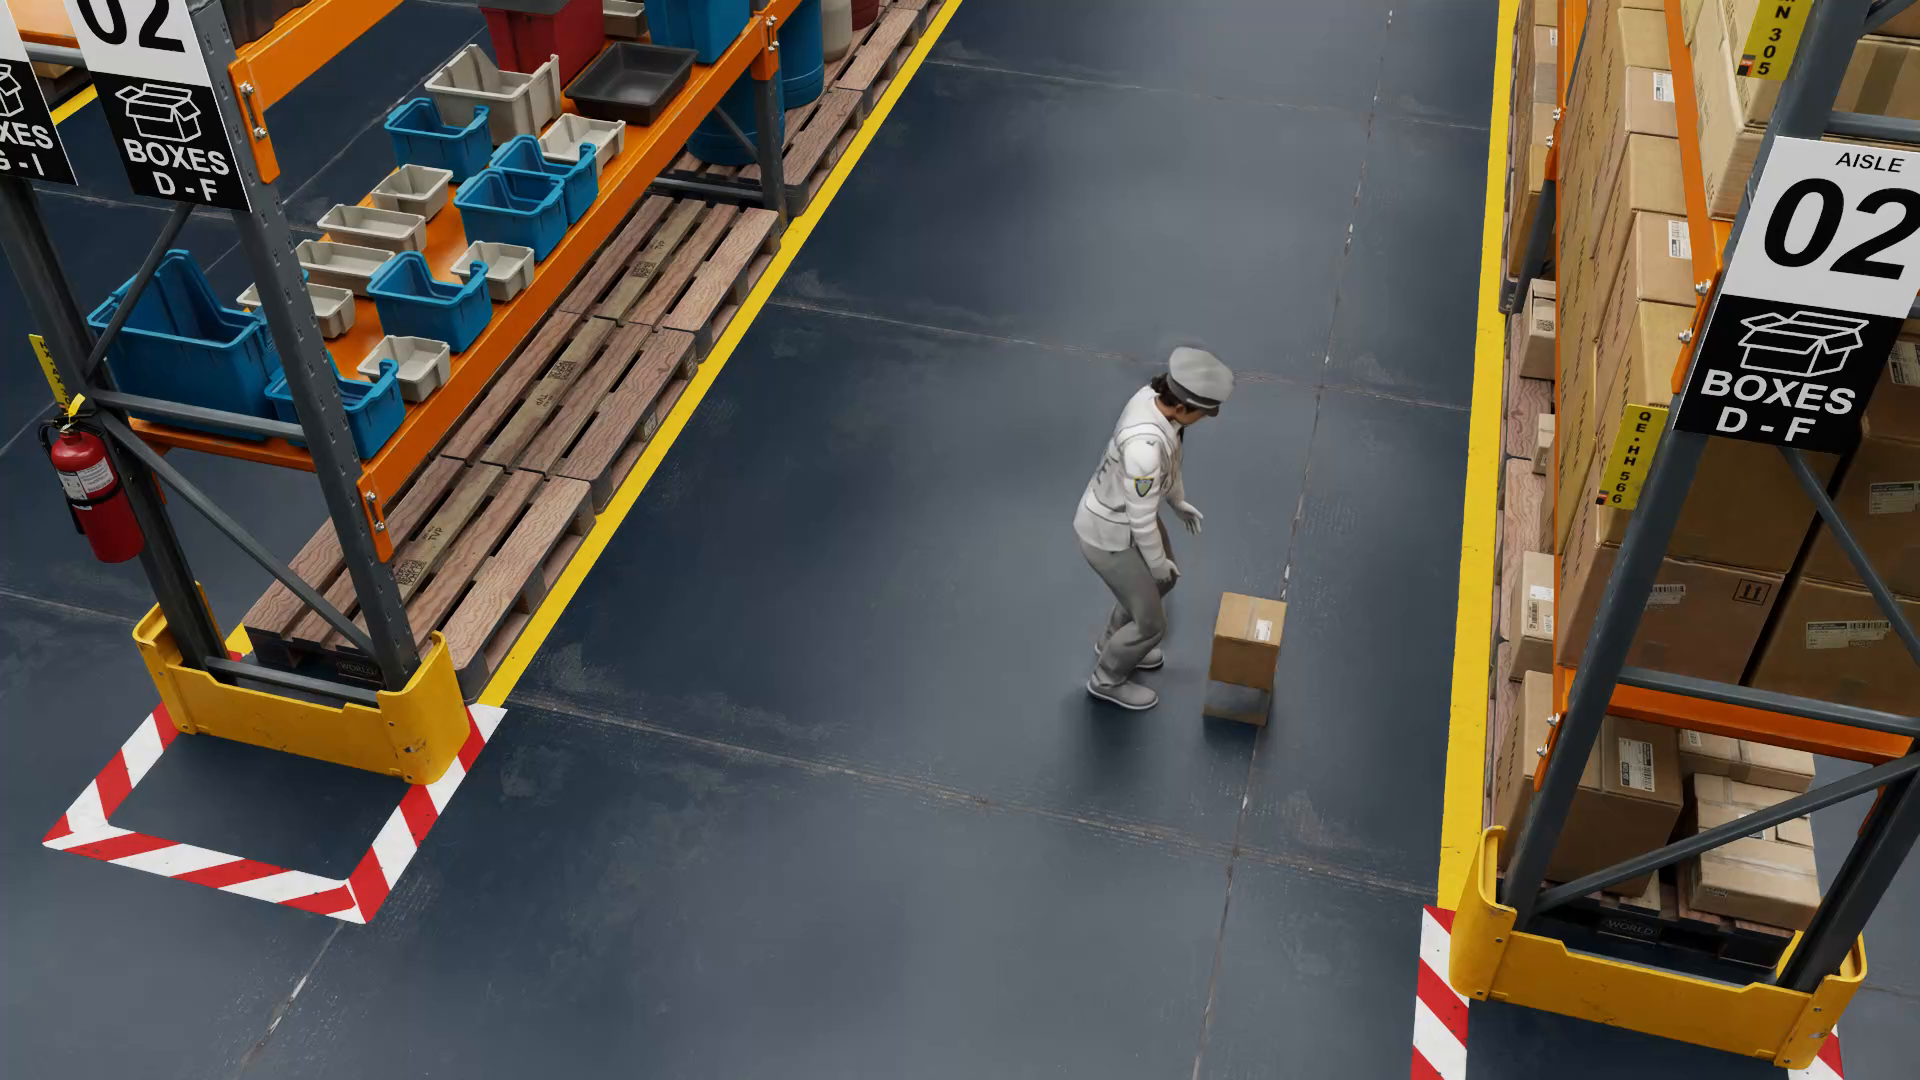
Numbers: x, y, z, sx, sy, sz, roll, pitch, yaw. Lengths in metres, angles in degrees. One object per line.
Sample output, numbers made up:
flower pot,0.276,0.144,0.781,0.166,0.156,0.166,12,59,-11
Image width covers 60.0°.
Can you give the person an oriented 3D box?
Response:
person,0.702,-0.047,6.288,0.526,1.576,0.516,11,42,12
